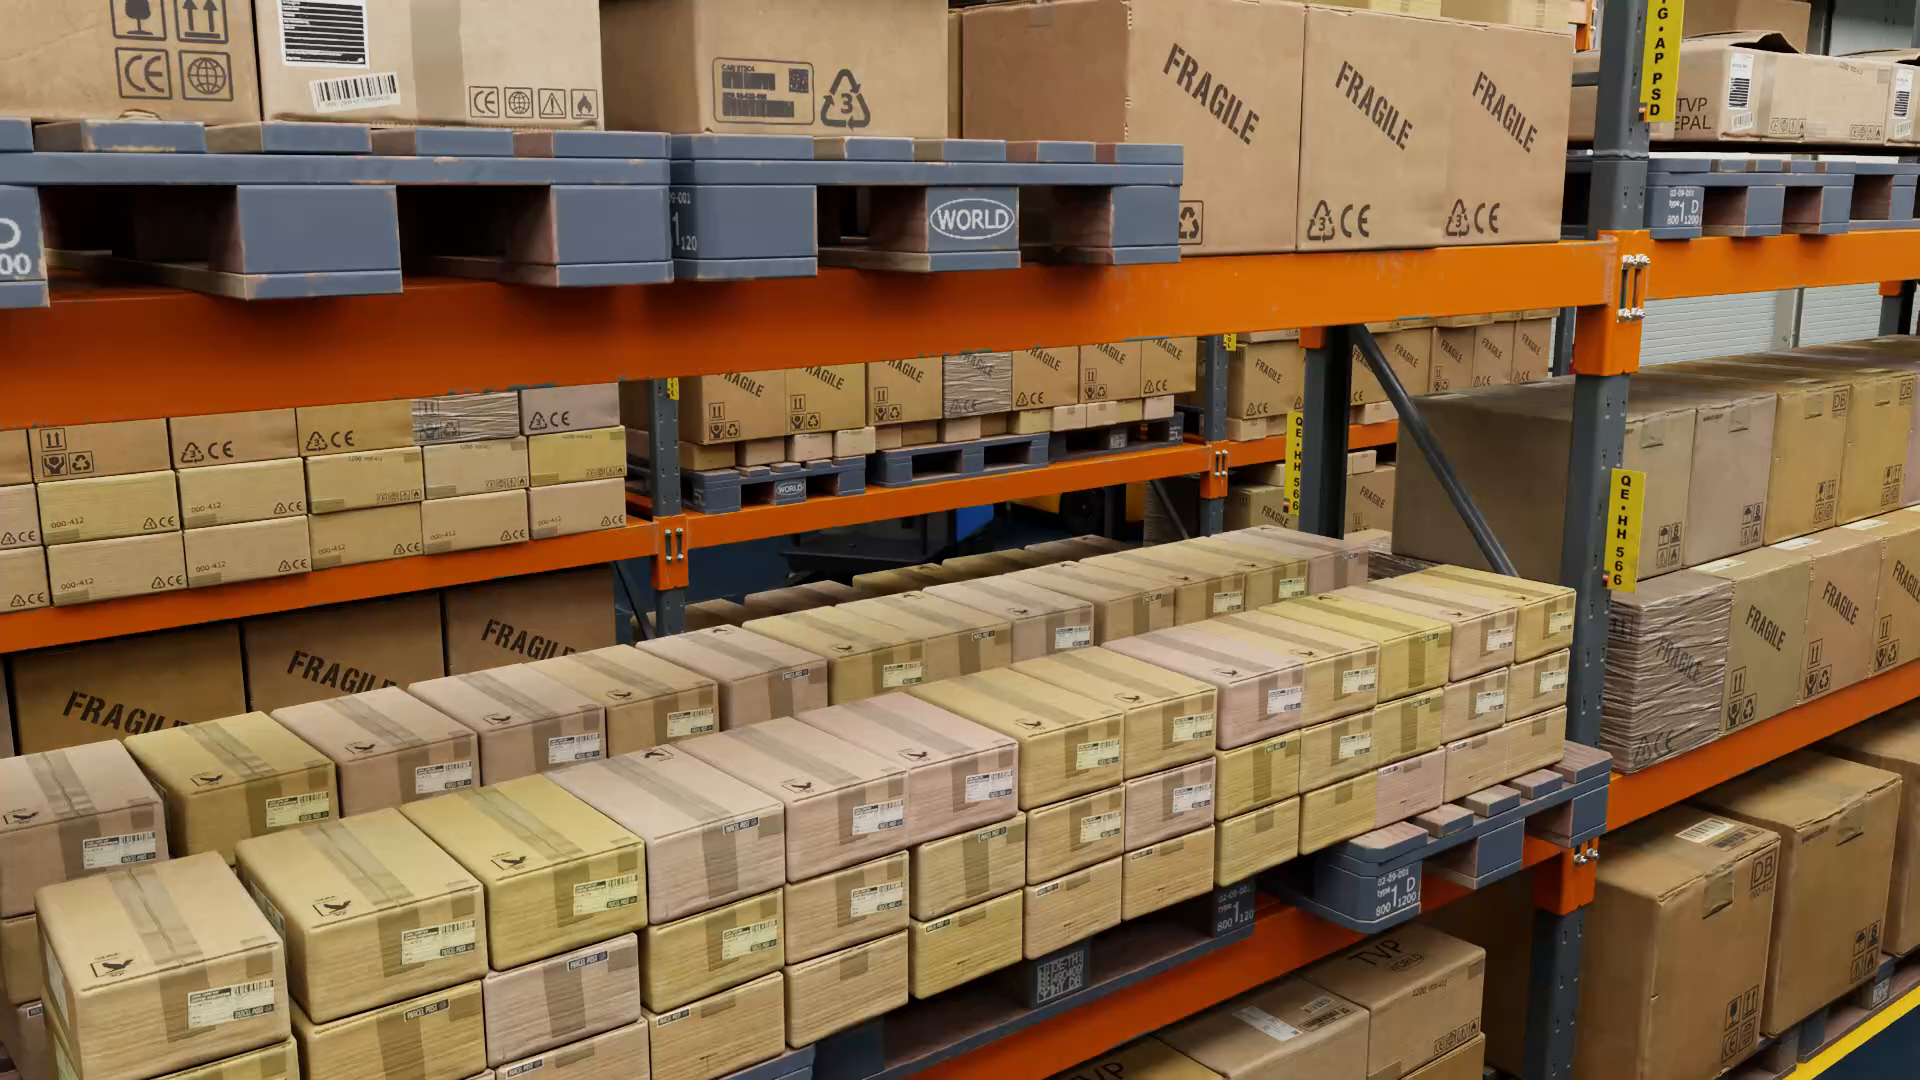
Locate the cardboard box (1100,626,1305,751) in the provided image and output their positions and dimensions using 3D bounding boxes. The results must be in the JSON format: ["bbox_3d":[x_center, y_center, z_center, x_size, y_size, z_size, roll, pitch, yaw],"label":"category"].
[{"bbox_3d":[0.519,0.313,3.594,0.250,0.149,0.380,-9,15,-38],"label":"cardboard box"}]

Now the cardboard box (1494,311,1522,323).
[{"bbox_3d":[3.829,-1.928,12.624,0.500,0.500,0.700,-9,15,-37],"label":"cardboard box"}]

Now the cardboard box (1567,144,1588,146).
[{"bbox_3d":[1.746,-1.304,5.136,0.250,0.166,0.380,-9,15,-38],"label":"cardboard box"}]

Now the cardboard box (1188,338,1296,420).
[{"bbox_3d":[1.886,-1.098,11.122,0.500,0.500,0.500,-9,15,-38],"label":"cardboard box"}]

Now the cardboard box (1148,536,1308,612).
[{"bbox_3d":[0.726,0.107,4.564,0.250,0.149,0.380,-10,16,-39],"label":"cardboard box"}]

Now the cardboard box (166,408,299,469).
[{"bbox_3d":[-3.183,-0.606,7.111,0.500,0.500,0.500,-10,15,-39],"label":"cardboard box"}]

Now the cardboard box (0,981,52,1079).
[{"bbox_3d":[-1.521,0.770,2.876,0.250,0.149,0.380,-10,15,-39],"label":"cardboard box"}]

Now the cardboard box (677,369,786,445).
[{"bbox_3d":[-1.260,-0.793,8.676,0.500,0.500,0.500,-10,16,-39],"label":"cardboard box"}]

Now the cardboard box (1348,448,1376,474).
[{"bbox_3d":[2.741,-0.578,11.871,0.250,0.149,0.380,-8,15,-34],"label":"cardboard box"}]

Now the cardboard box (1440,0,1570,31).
[{"bbox_3d":[1.262,-1.379,4.096,0.258,0.266,0.396,-9,15,-38],"label":"cardboard box"}]

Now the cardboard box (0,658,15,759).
[{"bbox_3d":[-4.445,0.887,6.836,0.875,0.875,0.875,-9,15,-36],"label":"cardboard box"}]

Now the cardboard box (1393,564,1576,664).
[{"bbox_3d":[1.319,0.181,4.215,0.250,0.149,0.380,-10,16,-40],"label":"cardboard box"}]

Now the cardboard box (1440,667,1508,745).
[{"bbox_3d":[1.107,0.362,4.081,0.250,0.149,0.380,-9,15,-36],"label":"cardboard box"}]

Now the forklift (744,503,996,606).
[{"bbox_3d":[-0.650,-1.059,12.060,1.130,2.935,3.031,4,13,18],"label":"forklift"}]

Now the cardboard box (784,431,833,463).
[{"bbox_3d":[-0.901,-0.527,8.981,0.250,0.149,0.380,-11,16,-41],"label":"cardboard box"}]

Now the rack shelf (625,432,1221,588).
[{"bbox_3d":[-0.194,-0.280,9.960,4.000,0.370,1.077,-9,15,-38],"label":"rack shelf"}]

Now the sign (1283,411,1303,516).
[{"bbox_3d":[1.066,-0.239,5.245,0.005,0.325,0.100,-9,15,-38],"label":"sign"}]

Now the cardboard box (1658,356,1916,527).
[{"bbox_3d":[2.965,-0.377,6.034,0.500,0.500,0.700,-10,15,-38],"label":"cardboard box"}]

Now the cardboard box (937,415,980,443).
[{"bbox_3d":[-0.093,-0.669,9.652,0.250,0.149,0.380,-9,15,-36],"label":"cardboard box"}]

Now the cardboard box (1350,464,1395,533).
[{"bbox_3d":[2.814,-0.290,12.077,0.500,0.500,0.500,-8,15,-35],"label":"cardboard box"}]

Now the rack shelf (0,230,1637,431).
[{"bbox_3d":[-0.146,-0.439,3.485,4.000,0.370,1.077,-9,15,-38],"label":"rack shelf"}]

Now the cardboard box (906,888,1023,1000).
[{"bbox_3d":[-0.097,0.707,3.173,0.250,0.149,0.380,-10,15,-39],"label":"cardboard box"}]

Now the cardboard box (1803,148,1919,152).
[{"bbox_3d":[3.308,-1.517,5.792,0.500,0.311,0.500,-10,16,-40],"label":"cardboard box"}]

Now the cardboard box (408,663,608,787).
[{"bbox_3d":[-0.899,0.376,3.296,0.250,0.149,0.380,-9,15,-38],"label":"cardboard box"}]

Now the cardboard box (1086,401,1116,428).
[{"bbox_3d":[0.743,-0.792,10.232,0.250,0.149,0.380,-10,15,-39],"label":"cardboard box"}]

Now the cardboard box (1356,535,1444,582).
[{"bbox_3d":[1.600,0.266,5.414,0.500,0.500,0.500,-9,15,-38],"label":"cardboard box"}]

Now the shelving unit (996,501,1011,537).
[{"bbox_3d":[0.020,-0.744,14.022,0.755,1.500,0.431,-9,15,-38],"label":"shelving unit"}]

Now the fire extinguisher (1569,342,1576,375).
[{"bbox_3d":[4.869,-1.313,13.277,0.183,0.674,0.296,-9,15,-38],"label":"fire extinguisher"}]

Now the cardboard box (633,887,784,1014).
[{"bbox_3d":[-0.508,0.630,2.817,0.250,0.149,0.380,-10,16,-40],"label":"cardboard box"}]

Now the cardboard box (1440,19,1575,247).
[{"bbox_3d":[1.128,-0.984,4.079,0.500,0.500,0.500,-9,15,-38],"label":"cardboard box"}]

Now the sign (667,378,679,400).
[{"bbox_3d":[-1.406,-0.850,8.121,0.005,0.325,0.100,-9,15,-38],"label":"sign"}]

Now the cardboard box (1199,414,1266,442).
[{"bbox_3d":[1.814,-0.758,11.081,0.250,0.149,0.380,-10,15,-38],"label":"cardboard box"}]

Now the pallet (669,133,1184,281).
[{"bbox_3d":[-0.351,-0.637,3.139,1.003,0.211,1.213,-9,15,-38],"label":"pallet"}]

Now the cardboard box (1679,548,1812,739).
[{"bbox_3d":[2.330,0.287,5.314,0.500,0.500,0.500,-10,15,-38],"label":"cardboard box"}]

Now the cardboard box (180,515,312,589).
[{"bbox_3d":[-3.161,0.011,7.218,0.500,0.250,0.500,-10,15,-39],"label":"cardboard box"}]

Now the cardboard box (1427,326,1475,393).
[{"bbox_3d":[3.453,-1.362,12.362,0.500,0.500,0.500,-10,15,-38],"label":"cardboard box"}]

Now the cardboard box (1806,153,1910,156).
[{"bbox_3d":[3.574,-1.606,6.604,0.380,0.149,0.250,-9,15,-38],"label":"cardboard box"}]

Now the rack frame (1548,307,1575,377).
[{"bbox_3d":[4.491,-1.411,13.551,0.127,3.000,1.000,-9,15,-38],"label":"rack frame"}]

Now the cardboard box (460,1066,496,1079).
[{"bbox_3d":[-0.900,0.840,2.545,0.250,0.149,0.380,-9,15,-37],"label":"cardboard box"}]

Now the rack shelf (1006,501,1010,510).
[{"bbox_3d":[0.020,-0.425,14.090,0.720,0.370,0.431,-9,15,-38],"label":"rack shelf"}]

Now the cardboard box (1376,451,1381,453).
[{"bbox_3d":[2.868,-0.443,12.796,0.500,0.500,0.500,-9,15,-37],"label":"cardboard box"}]

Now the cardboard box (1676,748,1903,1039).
[{"bbox_3d":[2.628,1.134,5.974,0.750,0.750,1.050,-9,15,-37],"label":"cardboard box"}]

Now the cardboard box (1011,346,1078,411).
[{"bbox_3d":[0.357,-1.064,9.950,0.500,0.500,0.500,-9,15,-36],"label":"cardboard box"}]

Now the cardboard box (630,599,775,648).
[{"bbox_3d":[-1.308,0.636,9.230,0.625,0.372,0.950,-11,16,-41],"label":"cardboard box"}]

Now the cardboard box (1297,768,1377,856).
[{"bbox_3d":[0.725,0.570,3.816,0.250,0.149,0.380,-10,15,-38],"label":"cardboard box"}]

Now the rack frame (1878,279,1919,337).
[{"bbox_3d":[4.539,-0.102,7.388,0.127,3.000,1.000,-9,15,-38],"label":"rack frame"}]

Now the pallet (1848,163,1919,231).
[{"bbox_3d":[2.757,-1.196,5.771,1.213,0.211,1.003,-9,15,-35],"label":"pallet"}]

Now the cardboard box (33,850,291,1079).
[{"bbox_3d":[-1.113,0.586,2.309,0.250,0.149,0.380,-8,15,-35],"label":"cardboard box"}]

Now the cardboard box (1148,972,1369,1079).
[{"bbox_3d":[0.658,1.266,4.147,0.500,0.250,0.500,-9,15,-37],"label":"cardboard box"}]

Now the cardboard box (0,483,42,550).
[{"bbox_3d":[-3.970,-0.109,6.576,0.500,0.250,0.500,-9,15,-37],"label":"cardboard box"}]

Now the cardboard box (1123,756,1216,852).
[{"bbox_3d":[0.308,0.495,3.456,0.250,0.149,0.380,-9,15,-36],"label":"cardboard box"}]

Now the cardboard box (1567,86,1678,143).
[{"bbox_3d":[1.776,-1.199,4.686,0.250,0.149,0.380,-10,16,-40],"label":"cardboard box"}]

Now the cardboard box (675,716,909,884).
[{"bbox_3d":[-0.301,0.451,2.947,0.250,0.149,0.380,-10,15,-38],"label":"cardboard box"}]

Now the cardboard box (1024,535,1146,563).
[{"bbox_3d":[0.960,0.257,11.014,0.625,0.372,0.950,-9,15,-37],"label":"cardboard box"}]

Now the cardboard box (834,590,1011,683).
[{"bbox_3d":[-0.092,0.243,3.925,0.250,0.149,0.380,-9,15,-36],"label":"cardboard box"}]

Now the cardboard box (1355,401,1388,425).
[{"bbox_3d":[2.819,-0.922,11.855,0.250,0.149,0.380,-9,15,-37],"label":"cardboard box"}]

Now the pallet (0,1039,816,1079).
[{"bbox_3d":[-1.020,0.954,2.875,1.213,0.211,1.003,-9,15,-38],"label":"pallet"}]

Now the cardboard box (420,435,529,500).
[{"bbox_3d":[-2.373,-0.373,7.820,0.500,0.250,0.500,-10,16,-39],"label":"cardboard box"}]

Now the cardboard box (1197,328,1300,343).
[{"bbox_3d":[1.847,-1.597,11.065,0.500,0.500,0.700,-10,15,-38],"label":"cardboard box"}]
